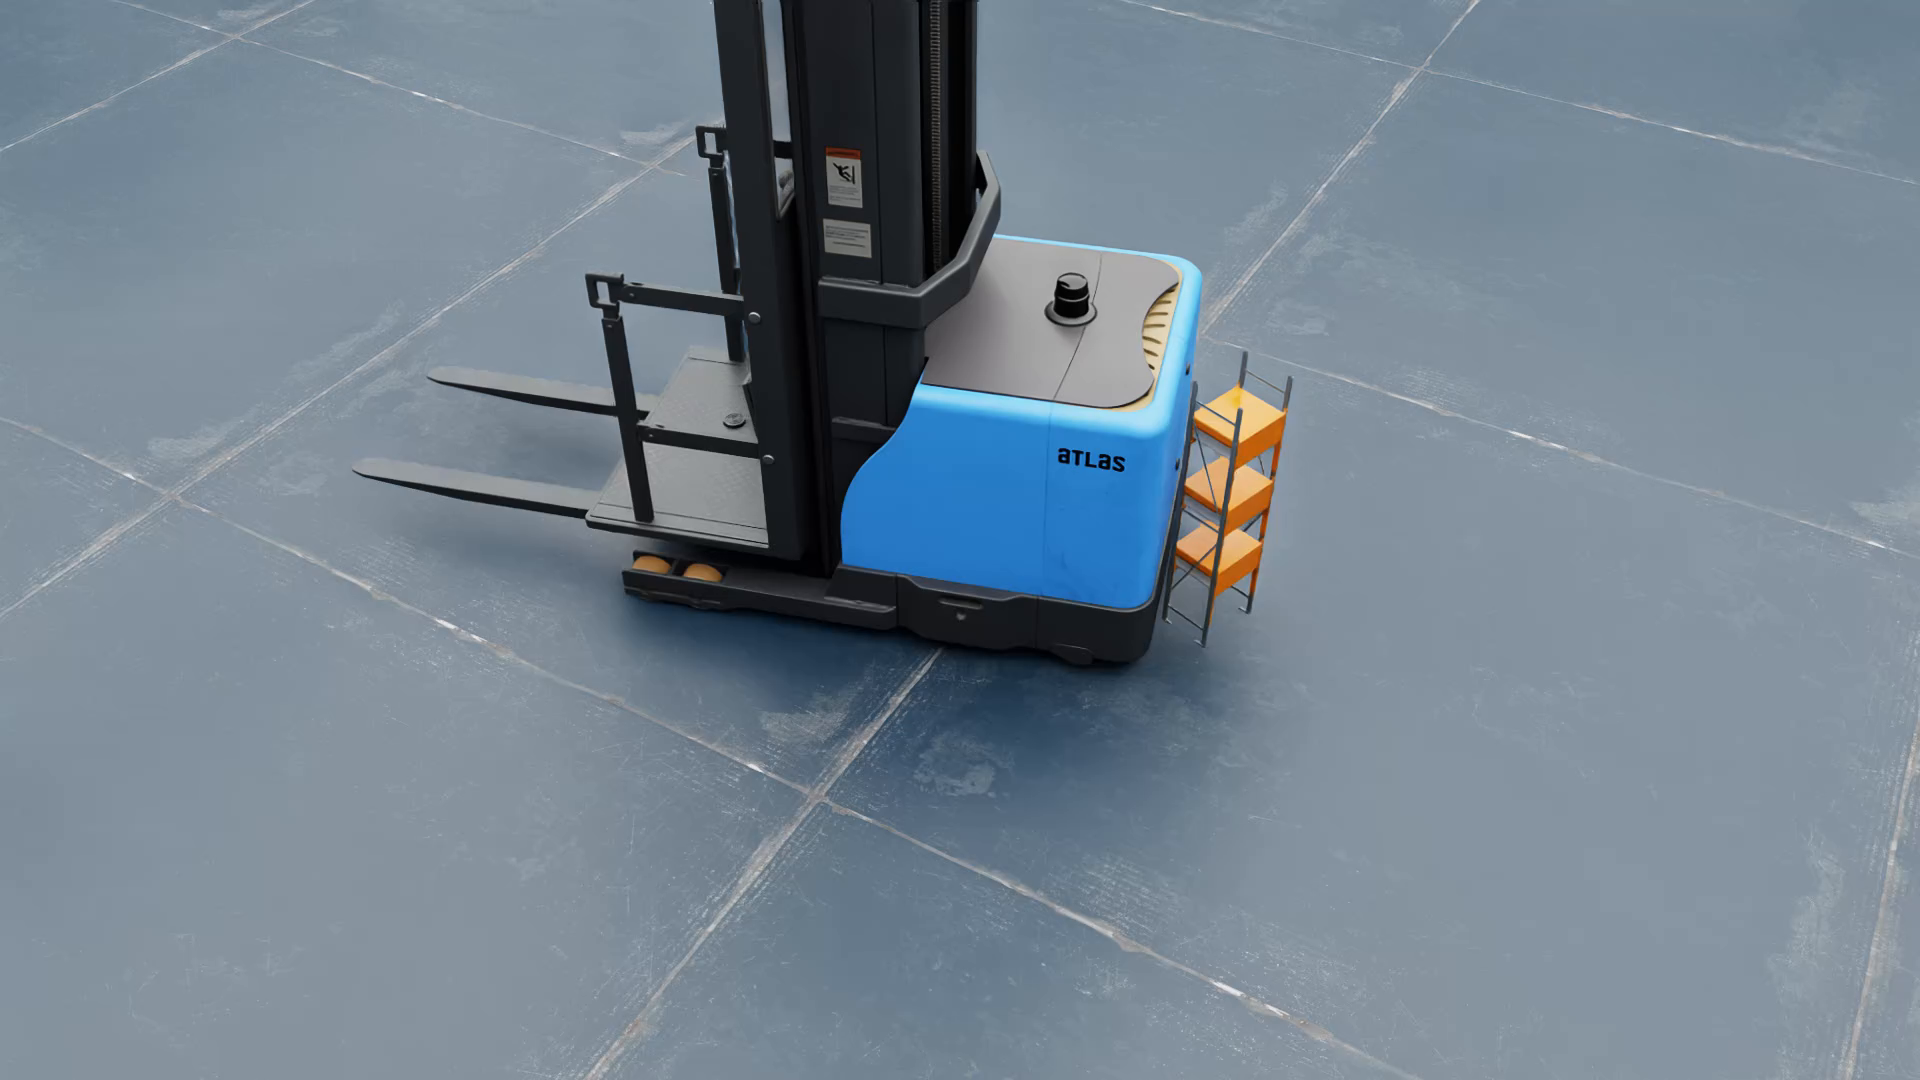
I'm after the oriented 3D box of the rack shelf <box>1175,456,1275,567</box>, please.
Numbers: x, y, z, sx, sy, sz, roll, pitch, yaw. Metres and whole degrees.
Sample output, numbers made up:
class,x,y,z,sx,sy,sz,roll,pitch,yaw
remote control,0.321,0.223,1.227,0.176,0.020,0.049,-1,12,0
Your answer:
class,x,y,z,sx,sy,sz,roll,pitch,yaw
rack shelf,0.886,-0.109,5.593,0.240,0.259,0.215,-31,51,-31

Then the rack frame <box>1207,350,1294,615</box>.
class,x,y,z,sx,sy,sz,roll,pitch,yaw
rack frame,0.976,-0.172,5.648,0.008,1.050,0.200,-31,51,-31

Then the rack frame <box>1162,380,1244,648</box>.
class,x,y,z,sx,sy,sz,roll,pitch,yaw
rack frame,0.797,-0.062,5.523,0.008,1.050,0.200,-31,51,-31

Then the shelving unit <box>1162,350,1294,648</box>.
class,x,y,z,sx,sy,sz,roll,pitch,yaw
shelving unit,0.886,-0.117,5.586,0.252,1.050,0.215,-31,51,-31

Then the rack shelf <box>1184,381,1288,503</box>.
class,x,y,z,sx,sy,sz,roll,pitch,yaw
rack shelf,0.889,-0.320,5.402,0.240,0.259,0.215,-31,51,-31

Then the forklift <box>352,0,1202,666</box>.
class,x,y,z,sx,sy,sz,roll,pitch,yaw
forklift,-0.726,-1.181,5.373,3.031,2.935,1.130,9,42,10

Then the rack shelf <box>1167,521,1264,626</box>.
class,x,y,z,sx,sy,sz,roll,pitch,yaw
rack shelf,0.883,0.097,5.779,0.240,0.259,0.215,-31,51,-31
